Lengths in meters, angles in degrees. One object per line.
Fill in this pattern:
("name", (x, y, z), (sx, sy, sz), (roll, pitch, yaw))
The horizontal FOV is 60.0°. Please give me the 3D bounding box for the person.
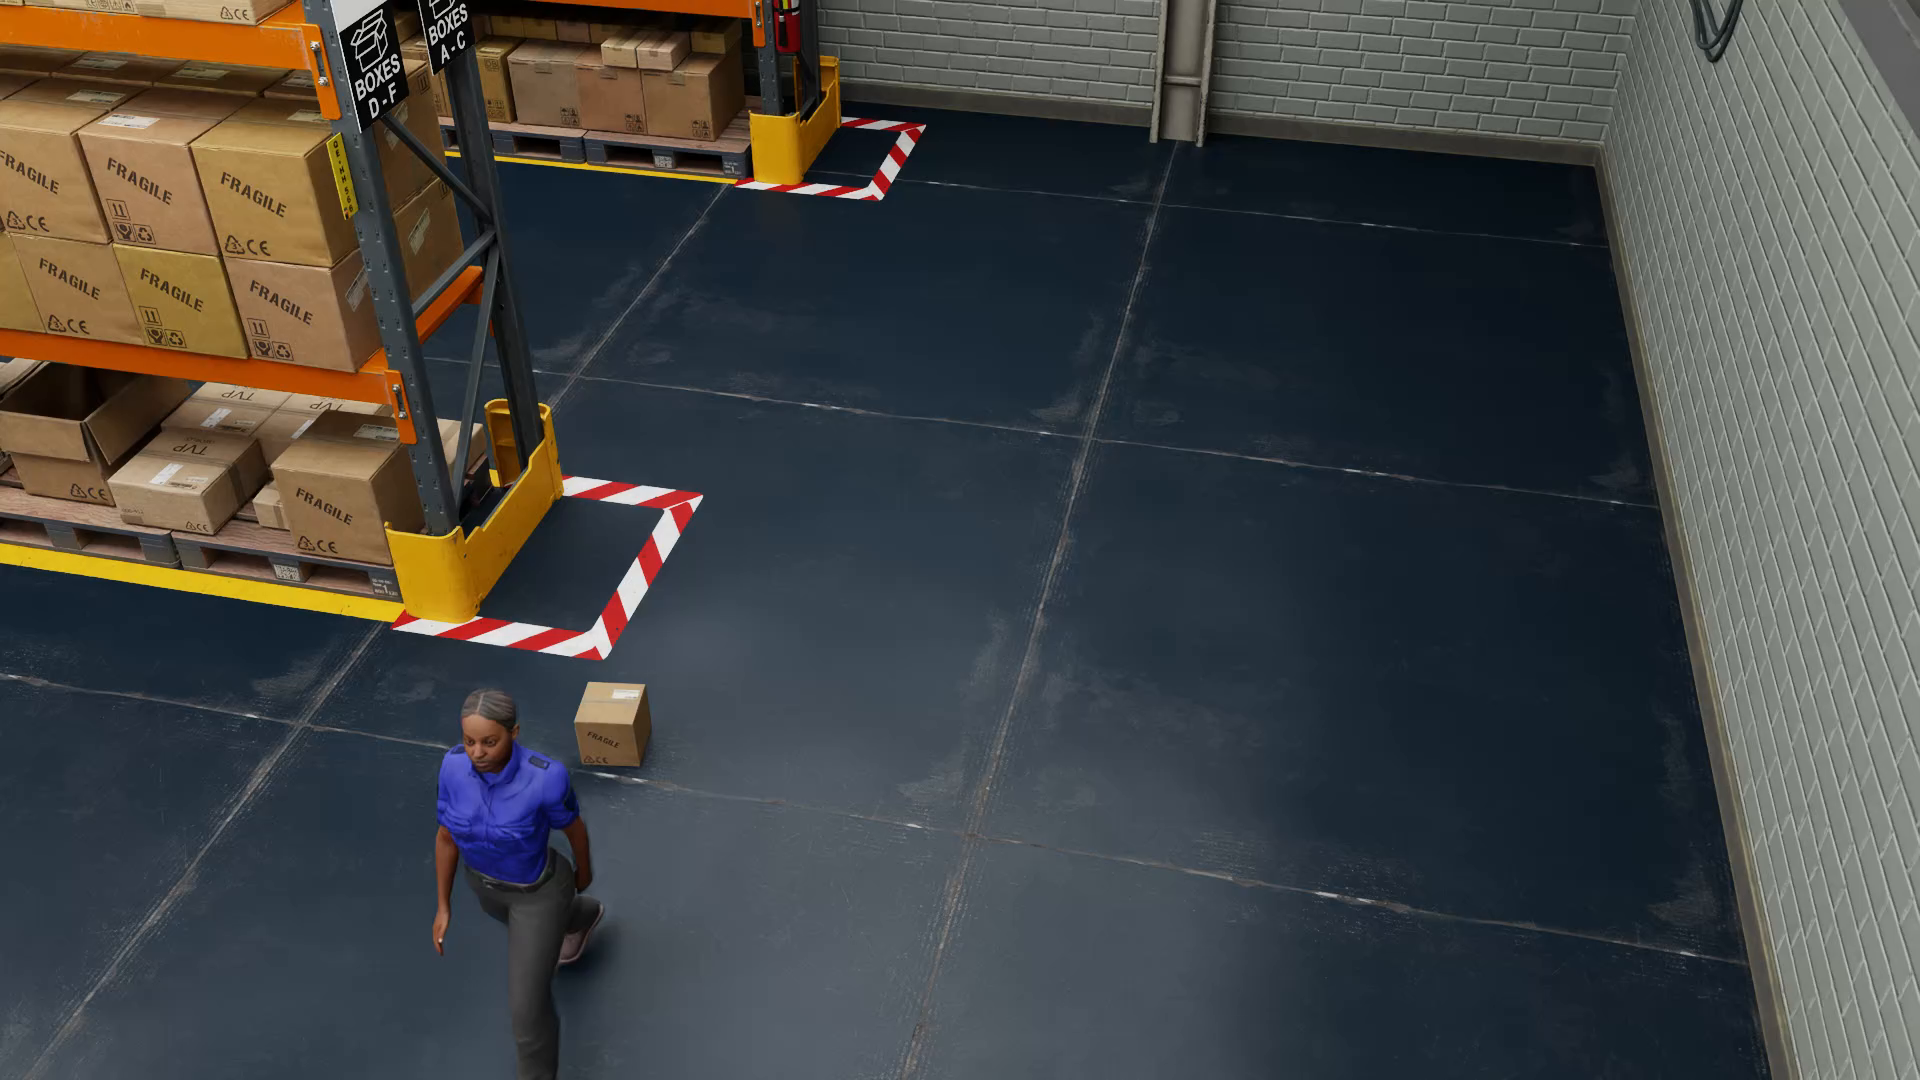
("person", (-1.449, 1.120, 5.461), (0.429, 1.599, 1.005), (12, 39, 16))
